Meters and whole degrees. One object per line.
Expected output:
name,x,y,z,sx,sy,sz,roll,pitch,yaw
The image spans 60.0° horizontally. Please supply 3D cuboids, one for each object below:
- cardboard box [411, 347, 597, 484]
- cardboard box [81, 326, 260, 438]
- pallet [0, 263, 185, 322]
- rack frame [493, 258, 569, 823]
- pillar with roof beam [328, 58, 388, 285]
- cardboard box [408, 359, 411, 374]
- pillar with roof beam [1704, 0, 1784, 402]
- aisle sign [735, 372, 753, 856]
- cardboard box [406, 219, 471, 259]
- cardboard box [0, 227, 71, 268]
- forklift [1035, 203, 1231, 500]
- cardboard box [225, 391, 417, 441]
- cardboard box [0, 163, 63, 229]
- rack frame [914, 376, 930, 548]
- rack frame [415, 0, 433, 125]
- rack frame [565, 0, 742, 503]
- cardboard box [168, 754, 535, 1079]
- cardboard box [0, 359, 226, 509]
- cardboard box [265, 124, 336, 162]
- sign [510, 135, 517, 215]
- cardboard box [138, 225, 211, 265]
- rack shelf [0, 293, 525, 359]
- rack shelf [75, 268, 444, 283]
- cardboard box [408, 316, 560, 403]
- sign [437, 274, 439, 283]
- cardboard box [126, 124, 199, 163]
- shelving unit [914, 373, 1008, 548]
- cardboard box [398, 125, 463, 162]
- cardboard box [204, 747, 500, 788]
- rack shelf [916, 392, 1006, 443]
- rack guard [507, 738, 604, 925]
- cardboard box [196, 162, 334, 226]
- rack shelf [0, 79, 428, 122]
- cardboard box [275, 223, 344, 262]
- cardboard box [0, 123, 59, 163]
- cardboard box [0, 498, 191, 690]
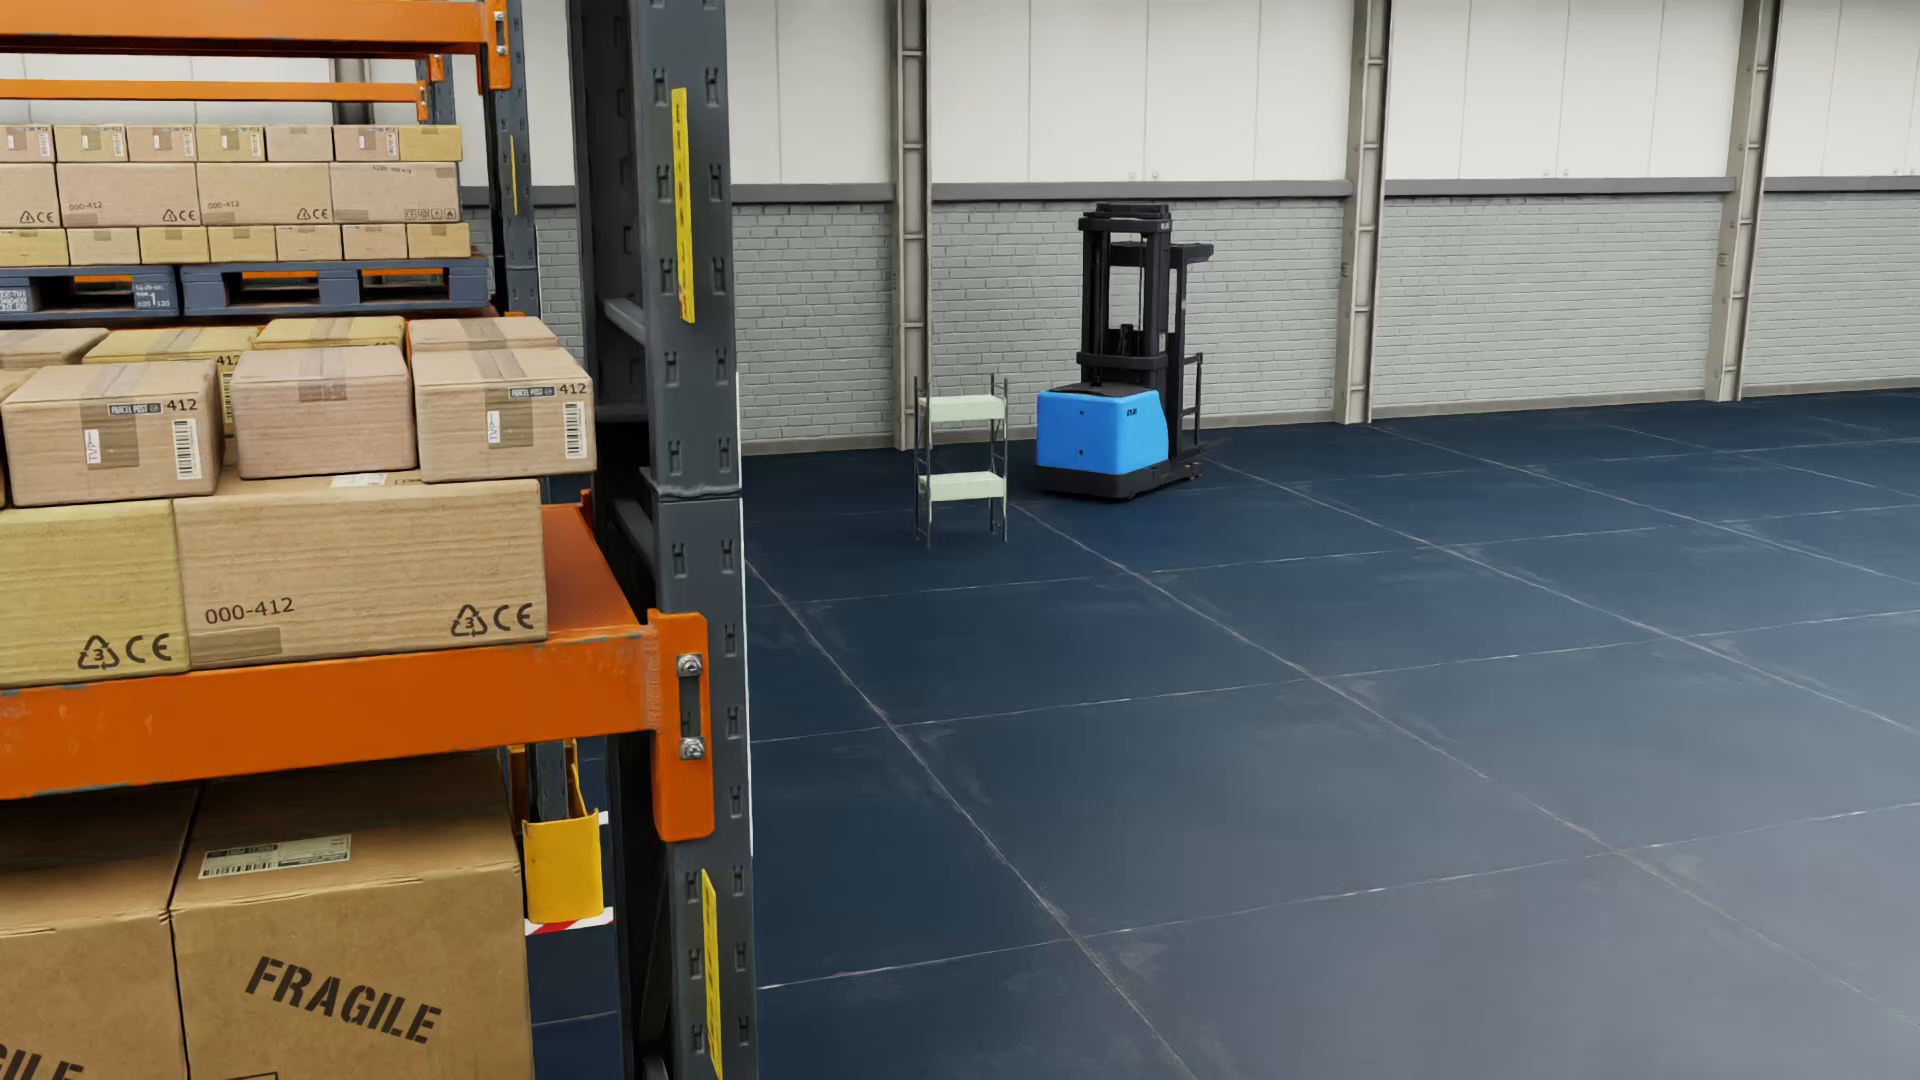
cardboard box,-0.718,-0.202,2.597,0.250,0.149,0.380,-4,14,-18
cardboard box,-1.366,-0.278,2.915,0.250,0.149,0.380,-5,14,-19
pallet,-3.899,-1.074,6.992,1.213,0.211,1.003,-4,14,-18
rack frame,-2.041,0.194,7.951,0.127,3.000,1.000,-4,14,-18
pillar with roof beam,-4.876,-4.093,13.011,0.400,9.000,9.100,-4,14,-18
cardboard box,-4.130,-1.478,11.962,0.500,0.500,0.700,-5,14,-19
pillar with roof beam,12.184,-5.421,18.596,0.400,9.000,9.100,-4,14,-18
aisle sign,-0.400,0.086,2.788,0.004,0.787,0.394,-4,14,-18
cardboard box,-2.248,-1.297,7.157,0.250,0.149,0.380,-4,14,-18
cardboard box,-3.693,-1.184,6.685,0.250,0.149,0.380,-4,14,-17
forklift,2.011,-2.125,17.851,1.130,2.935,3.031,9,16,33
cardboard box,-1.094,-0.118,3.106,0.500,0.250,0.500,-4,14,-16
cardboard box,-3.844,-1.382,6.652,0.500,0.250,0.500,-4,14,-18
rack frame,-0.341,-0.703,14.965,0.023,1.500,0.400,-4,14,-18
rack frame,-5.302,-4.891,16.365,0.127,3.000,1.000,-4,14,-18
rack frame,-0.554,-1.629,2.652,0.127,3.000,1.000,-4,14,-18
cardboard box,-0.997,0.705,2.786,0.500,0.500,0.500,-4,14,-18
cardboard box,-1.227,-0.164,2.438,0.250,0.149,0.380,-5,14,-21
cardboard box,-2.732,-1.647,6.908,0.250,0.149,0.380,-4,14,-17
sign,-1.881,-1.537,7.006,0.005,0.325,0.100,-4,14,-18
cardboard box,-3.213,-1.222,6.841,0.250,0.149,0.380,-5,14,-19
rack shelf,-3.936,-0.767,7.067,4.000,0.370,1.077,-4,14,-18
rack shelf,-5.611,-1.846,11.600,4.000,0.370,1.077,-4,14,-18
cardboard box,-0.889,-0.321,3.098,0.250,0.149,0.380,-5,14,-18
sign,-5.142,-2.531,16.394,0.005,0.325,0.100,-4,14,-18
cardboard box,-3.214,-1.610,6.750,0.250,0.149,0.380,-4,14,-18
shelving unit,0.006,-0.730,15.079,0.755,1.500,0.431,-4,14,-18
cardboard box,-2.252,-1.684,7.063,0.250,0.149,0.380,-4,14,-18
cardboard box,-1.163,0.591,3.265,0.500,0.500,0.500,-4,14,-18
rack shelf,0.006,-1.110,14.988,0.720,0.370,0.431,-4,14,-18
rack guard,-2.018,1.409,8.248,0.348,0.500,1.175,-4,14,-18
cardboard box,-2.890,-1.456,6.963,0.500,0.250,0.500,-4,14,-18
rack shelf,-7.197,-4.199,15.874,4.000,0.370,1.077,-4,14,-18
cardboard box,-2.730,-1.259,7.000,0.250,0.149,0.380,-4,14,-17
cardboard box,-3.697,-1.572,6.590,0.250,0.149,0.380,-4,14,-18
cardboard box,-1.403,0.032,2.475,0.500,0.250,0.500,-4,14,-18
